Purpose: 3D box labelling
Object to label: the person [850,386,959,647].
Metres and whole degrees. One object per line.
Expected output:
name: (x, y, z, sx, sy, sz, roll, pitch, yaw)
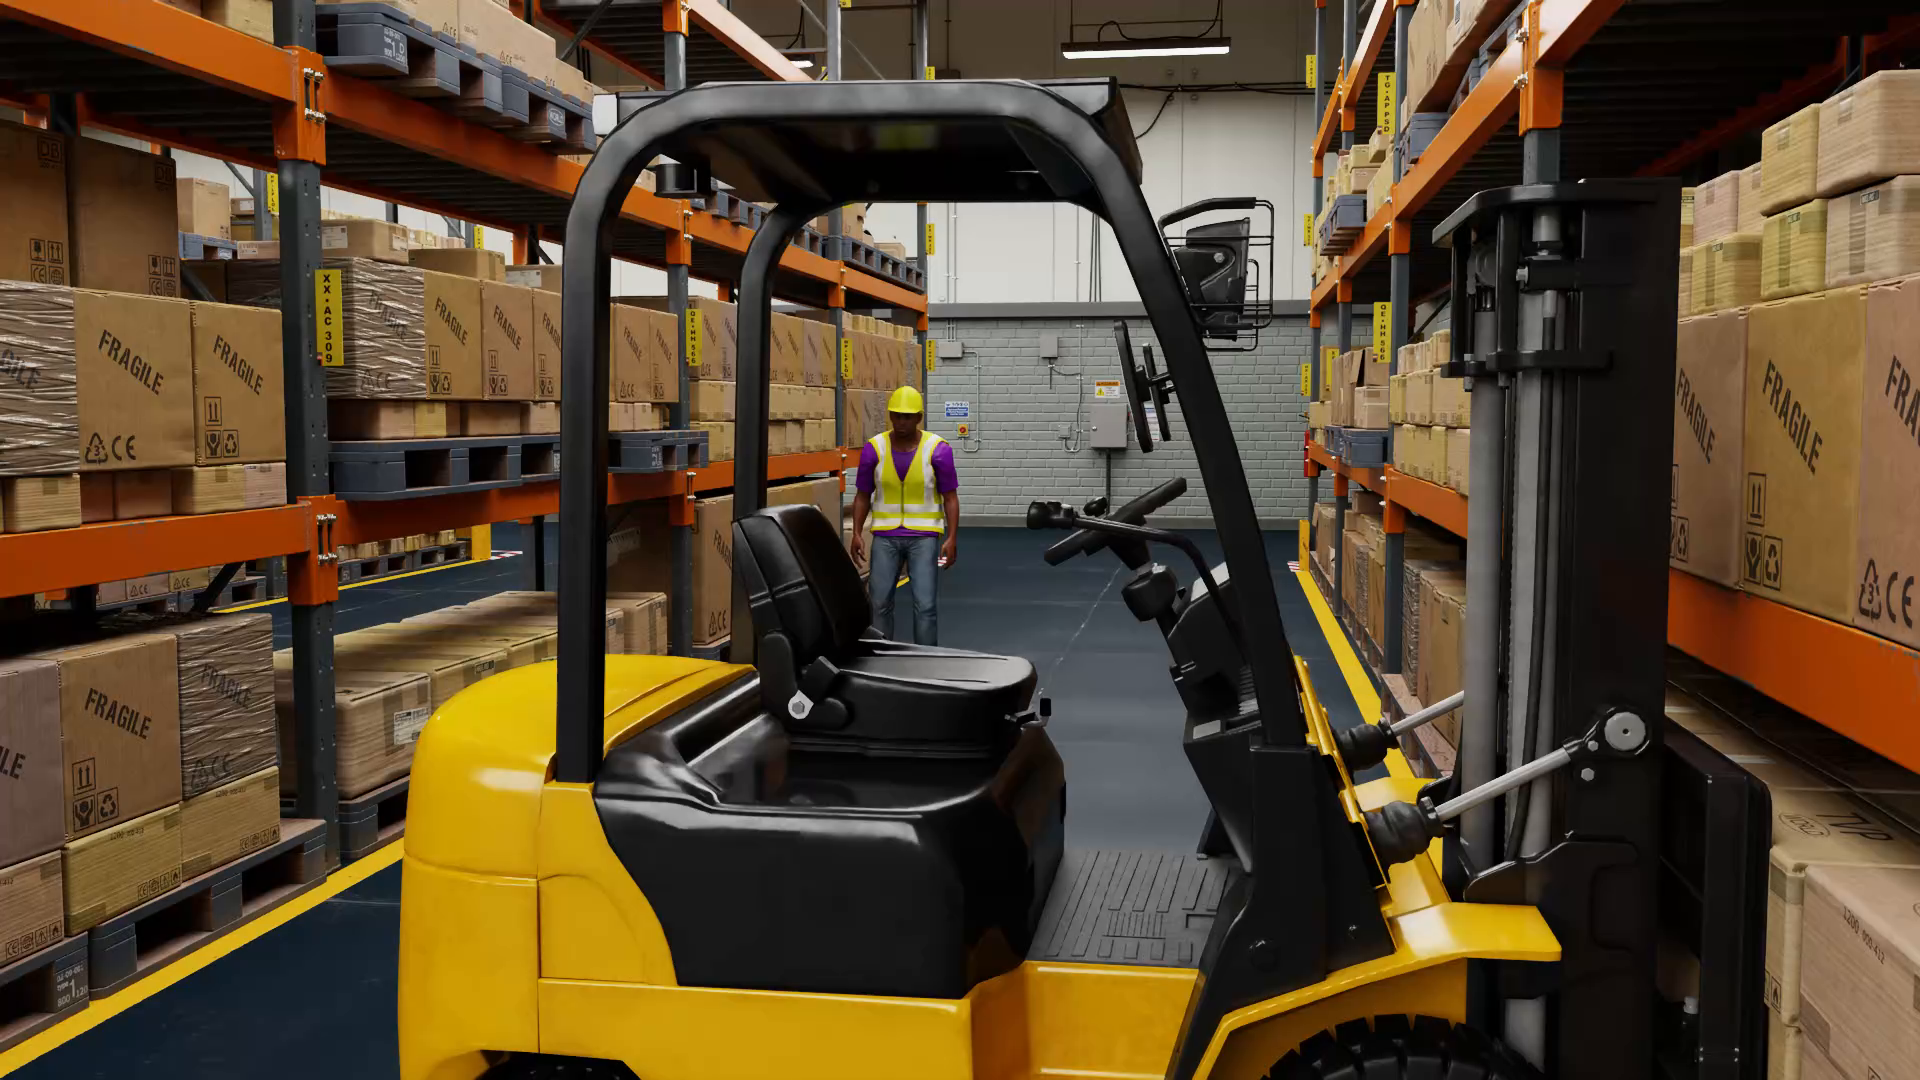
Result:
person: (-0.321, -0.003, 9.571, 0.628, 1.760, 0.459, 1, 4, 9)
